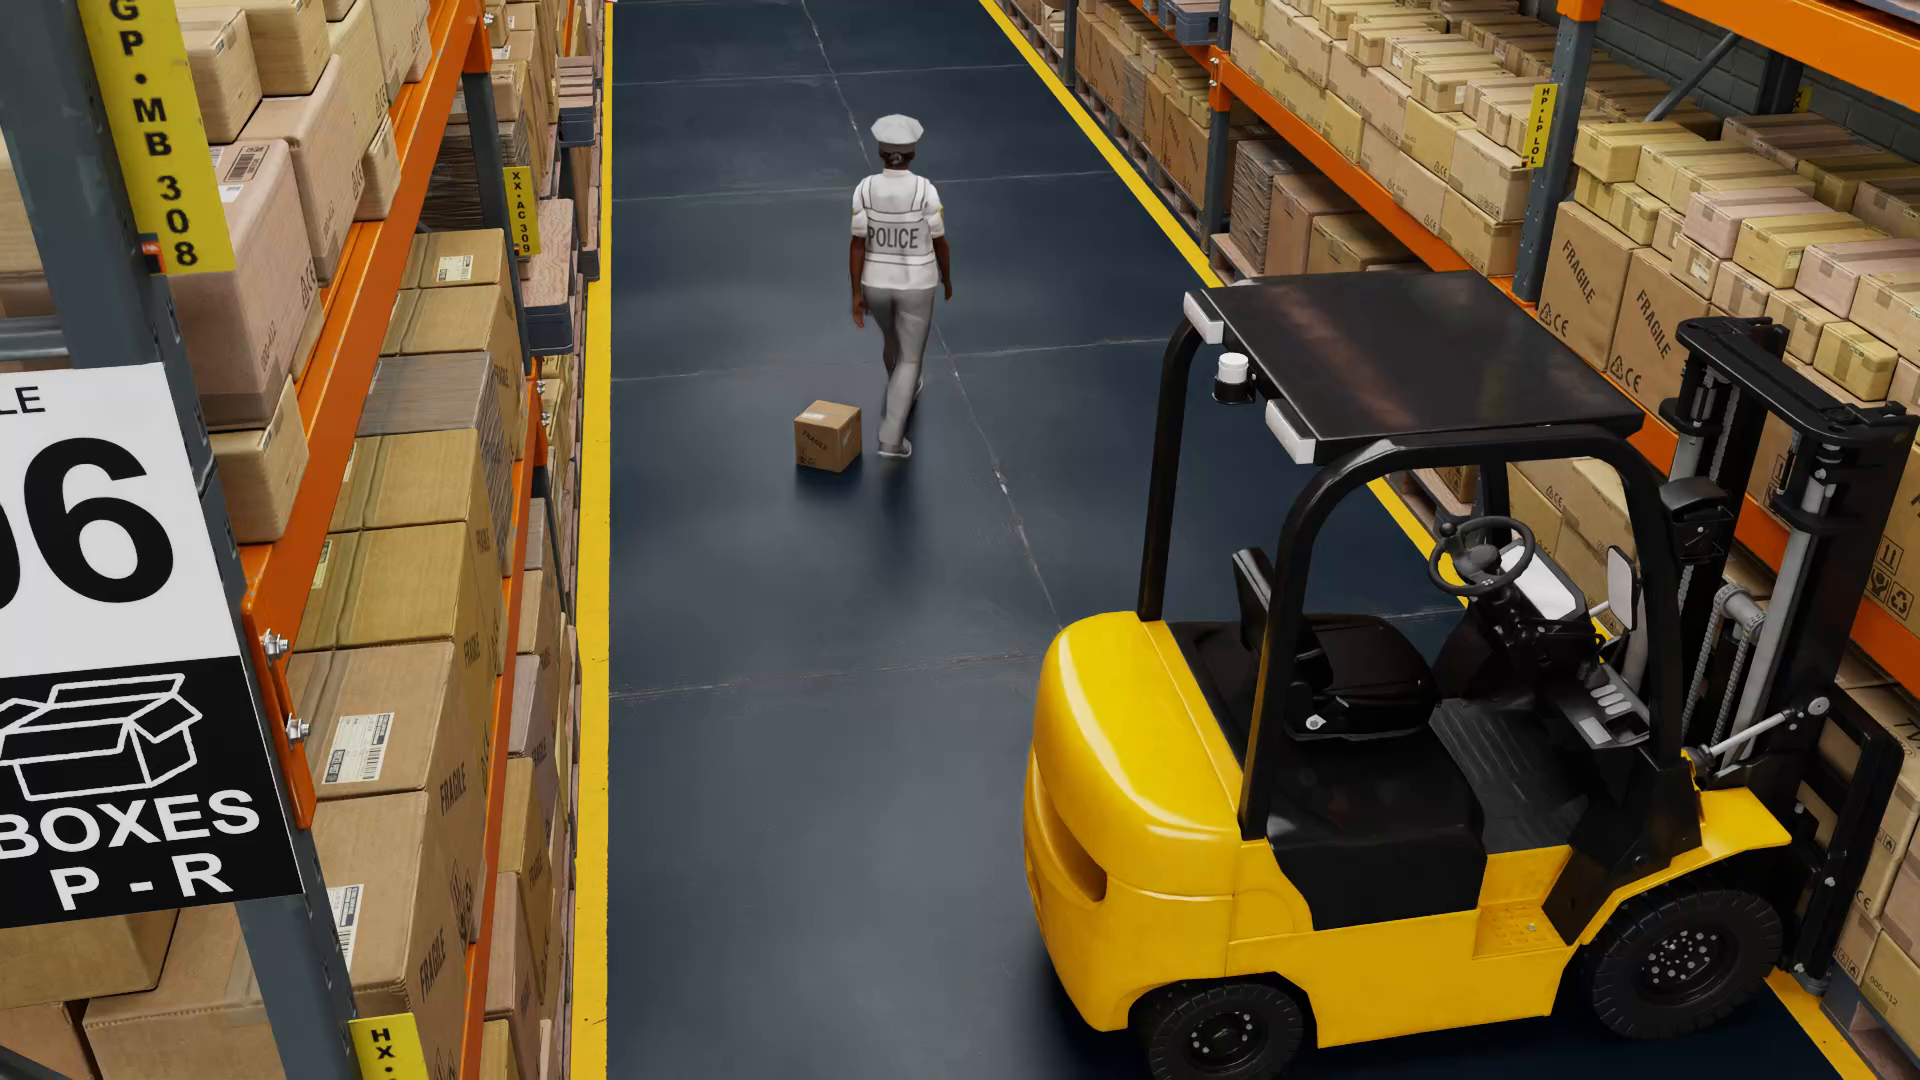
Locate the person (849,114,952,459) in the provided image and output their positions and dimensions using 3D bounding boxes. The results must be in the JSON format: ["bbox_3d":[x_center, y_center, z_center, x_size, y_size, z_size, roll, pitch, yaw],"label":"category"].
[{"bbox_3d":[-0.302,-1.261,8.229,0.454,1.609,1.068,9,32,14],"label":"person"}]
